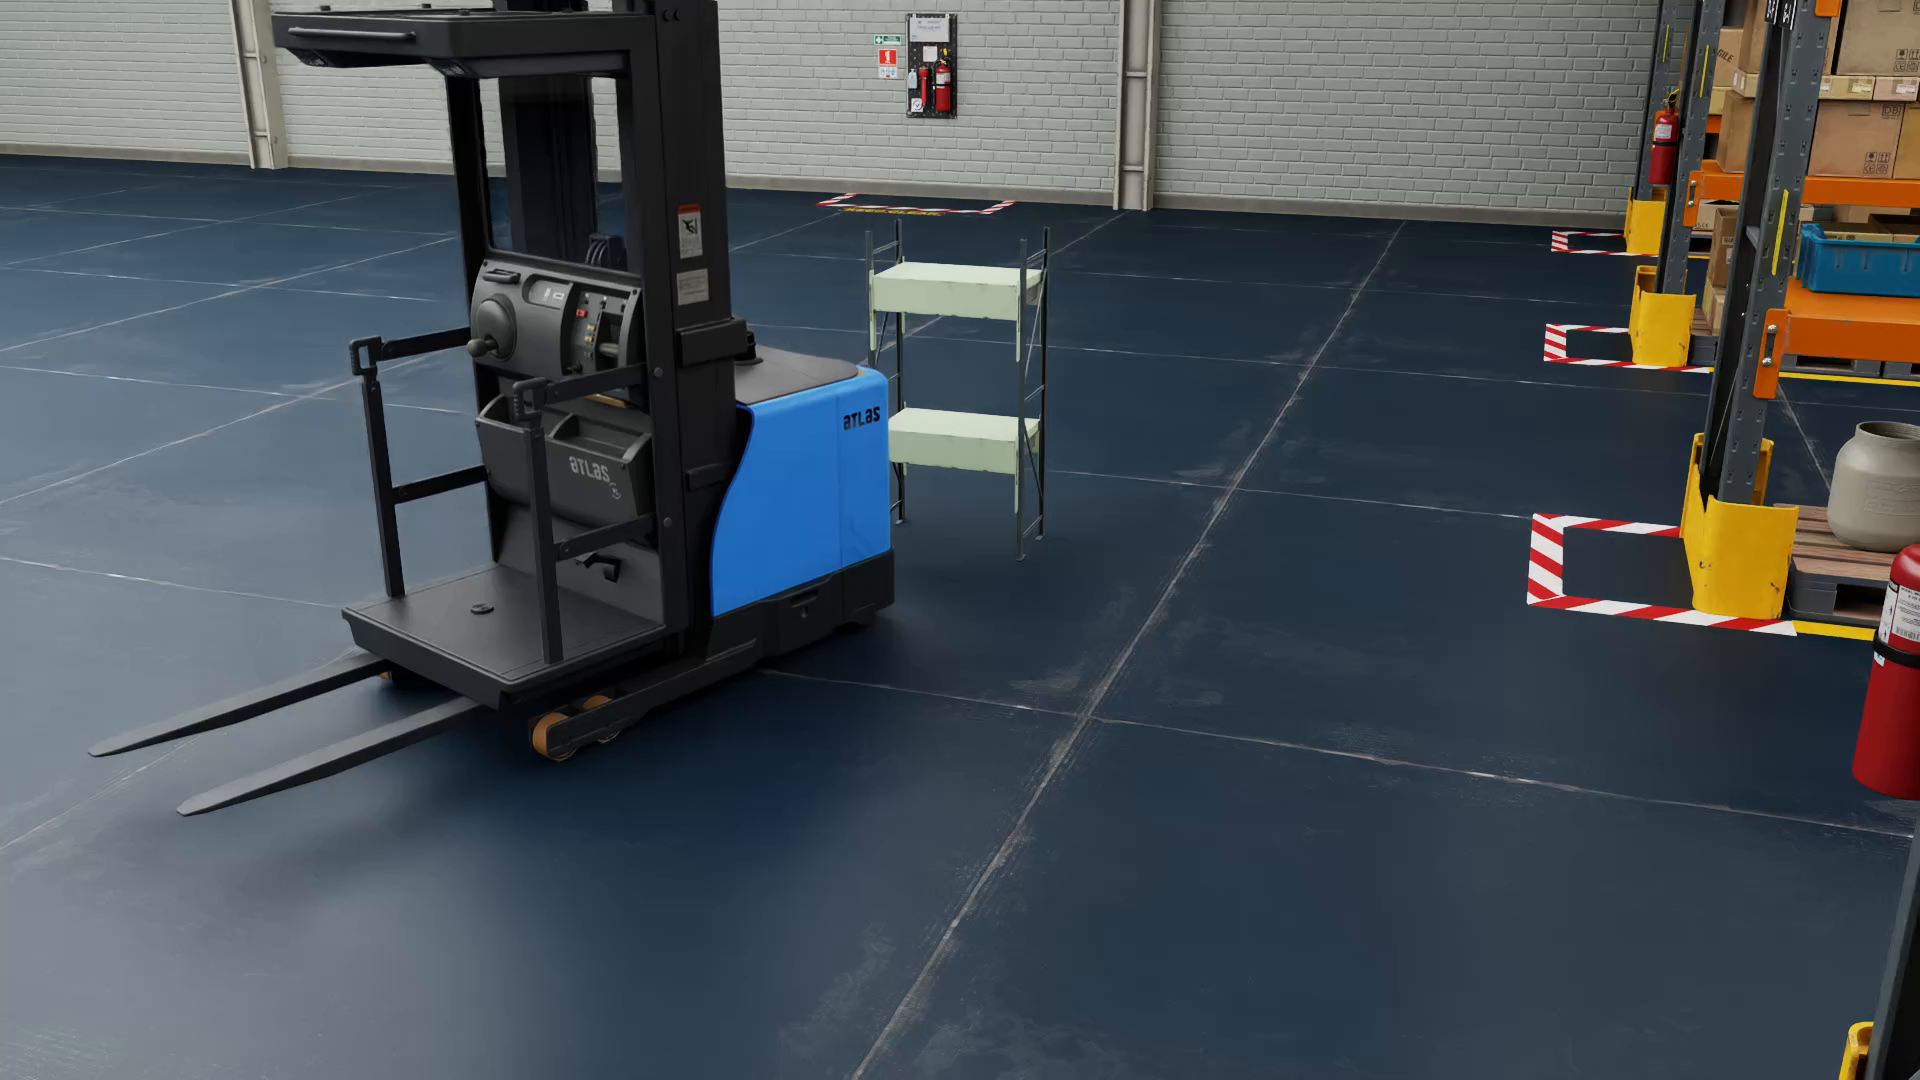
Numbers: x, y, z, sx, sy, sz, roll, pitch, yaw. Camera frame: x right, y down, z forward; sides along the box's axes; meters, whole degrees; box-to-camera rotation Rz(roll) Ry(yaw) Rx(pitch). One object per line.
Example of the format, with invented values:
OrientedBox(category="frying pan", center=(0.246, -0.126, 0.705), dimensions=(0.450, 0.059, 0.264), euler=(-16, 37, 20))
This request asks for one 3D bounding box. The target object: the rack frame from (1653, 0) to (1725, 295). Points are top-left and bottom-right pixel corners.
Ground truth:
OrientedBox(category="rack frame", center=(5.067, -2.800, 11.552), dimensions=(0.127, 3.000, 1.000), euler=(7, 20, 18))

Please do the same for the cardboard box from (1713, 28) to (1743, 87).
OrientedBox(category="cardboard box", center=(7.042, -4.488, 15.454), dimensions=(0.500, 0.500, 0.500), euler=(7, 20, 18))

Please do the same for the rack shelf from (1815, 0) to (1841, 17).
OrientedBox(category="rack shelf", center=(5.327, -2.121, 6.140), dimensions=(4.000, 0.370, 1.077), euler=(7, 20, 18))

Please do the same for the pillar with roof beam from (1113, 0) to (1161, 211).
OrientedBox(category="pillar with roof beam", center=(0.554, -6.677, 13.558), dimensions=(0.400, 9.000, 9.100), euler=(7, 20, 18))

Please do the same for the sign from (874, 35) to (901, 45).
OrientedBox(category="sign", center=(-0.842, -5.817, 19.347), dimensions=(0.331, 0.109, 0.001), euler=(7, 20, 18))

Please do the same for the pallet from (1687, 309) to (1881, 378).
OrientedBox(category="pallet", center=(5.803, -1.414, 11.812), dimensions=(1.213, 0.211, 1.003), euler=(7, 20, 18))

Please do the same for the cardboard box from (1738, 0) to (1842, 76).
OrientedBox(category="cardboard box", center=(5.554, -3.400, 11.150), dimensions=(0.500, 0.500, 0.700), euler=(7, 20, 18))

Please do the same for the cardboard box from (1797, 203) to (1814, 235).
OrientedBox(category="cardboard box", center=(7.852, -3.115, 15.871), dimensions=(0.500, 0.311, 0.500), euler=(8, 21, 23))

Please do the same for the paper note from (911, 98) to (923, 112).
OrientedBox(category="paper note", center=(-0.500, -5.086, 19.447), dimensions=(0.142, 0.148, 0.016), euler=(7, 20, 18))

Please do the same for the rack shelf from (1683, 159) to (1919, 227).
OrientedBox(category="rack shelf", center=(6.957, -2.244, 11.051), dimensions=(4.000, 0.370, 1.077), euler=(7, 20, 18))

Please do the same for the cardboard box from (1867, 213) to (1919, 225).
OrientedBox(category="cardboard box", center=(6.621, -1.985, 11.615), dimensions=(0.500, 0.500, 0.500), euler=(7, 20, 18))

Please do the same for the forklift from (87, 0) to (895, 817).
OrientedBox(category="forklift", center=(-1.615, -0.793, 5.899), dimensions=(1.130, 2.935, 3.031), euler=(16, 25, 38))

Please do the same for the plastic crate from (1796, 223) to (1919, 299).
OrientedBox(category="plastic crate", center=(4.009, -1.229, 7.271), dimensions=(0.616, 0.251, 0.499), euler=(7, 20, 18))

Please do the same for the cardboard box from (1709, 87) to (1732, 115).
OrientedBox(category="cardboard box", center=(7.046, -4.128, 15.559), dimensions=(0.500, 0.250, 0.500), euler=(6, 20, 16))

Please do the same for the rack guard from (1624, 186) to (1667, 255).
OrientedBox(category="rack guard", center=(6.761, -3.152, 16.360), dimensions=(0.348, 0.500, 1.175), euler=(7, 20, 18))

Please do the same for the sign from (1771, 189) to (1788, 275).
OrientedBox(category="sign", center=(3.254, -1.221, 6.600), dimensions=(0.005, 0.325, 0.100), euler=(7, 20, 18))

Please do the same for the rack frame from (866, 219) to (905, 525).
OrientedBox(category="rack frame", center=(-0.352, -0.748, 7.945), dimensions=(0.023, 1.500, 0.400), euler=(7, 20, 18))

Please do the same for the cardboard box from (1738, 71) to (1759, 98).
OrientedBox(category="cardboard box", center=(5.367, -3.044, 11.115), dimensions=(0.250, 0.149, 0.380), euler=(6, 20, 18))

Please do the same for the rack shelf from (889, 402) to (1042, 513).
OrientedBox(category="rack shelf", center=(-0.006, -0.401, 7.939), dimensions=(0.720, 0.370, 0.431), euler=(7, 20, 18))

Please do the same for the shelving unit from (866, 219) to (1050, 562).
OrientedBox(category="shelving unit", center=(-0.006, -0.709, 7.831), dimensions=(0.755, 1.500, 0.431), euler=(7, 20, 18))

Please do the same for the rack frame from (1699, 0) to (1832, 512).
OrientedBox(category="rack frame", center=(3.438, -1.260, 7.135), dimensions=(0.127, 3.000, 1.000), euler=(7, 20, 18))

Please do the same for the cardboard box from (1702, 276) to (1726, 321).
OrientedBox(category="cardboard box", center=(5.671, -1.734, 12.033), dimensions=(0.500, 0.250, 0.500), euler=(7, 20, 18))

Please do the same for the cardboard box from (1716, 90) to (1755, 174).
OrientedBox(category="cardboard box", center=(5.504, -2.793, 11.380), dimensions=(0.500, 0.500, 0.700), euler=(7, 20, 18))

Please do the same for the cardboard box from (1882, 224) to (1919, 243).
OrientedBox(category="cardboard box", center=(6.450, -1.824, 11.151), dimensions=(0.500, 0.500, 0.500), euler=(7, 20, 18))

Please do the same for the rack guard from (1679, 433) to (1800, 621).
OrientedBox(category="rack guard", center=(3.525, -0.087, 7.565), dimensions=(0.348, 0.500, 1.175), euler=(7, 20, 18))

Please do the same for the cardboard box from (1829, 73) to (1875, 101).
OrientedBox(category="cardboard box", center=(5.853, -2.989, 10.957), dimensions=(0.250, 0.149, 0.380), euler=(7, 20, 18))

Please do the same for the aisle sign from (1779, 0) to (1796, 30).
OrientedBox(category="aisle sign", center=(3.274, -2.405, 6.468), dimensions=(0.004, 0.787, 0.394), euler=(7, 20, 18))

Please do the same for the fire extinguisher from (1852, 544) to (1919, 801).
OrientedBox(category="fire extinguisher", center=(1.856, 0.160, 3.176), dimensions=(0.183, 0.674, 0.296), euler=(7, 20, 18))

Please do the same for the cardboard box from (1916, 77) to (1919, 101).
OrientedBox(category="cardboard box", center=(6.343, -2.933, 10.797), dimensions=(0.250, 0.149, 0.380), euler=(6, 20, 16))

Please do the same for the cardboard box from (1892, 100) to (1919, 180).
OrientedBox(category="cardboard box", center=(6.469, -2.682, 11.062), dimensions=(0.500, 0.500, 0.700), euler=(7, 20, 18))

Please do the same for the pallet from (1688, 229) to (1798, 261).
OrientedBox(category="pallet", center=(7.517, -2.917, 16.124), dimensions=(1.213, 0.211, 1.003), euler=(7, 20, 18))
